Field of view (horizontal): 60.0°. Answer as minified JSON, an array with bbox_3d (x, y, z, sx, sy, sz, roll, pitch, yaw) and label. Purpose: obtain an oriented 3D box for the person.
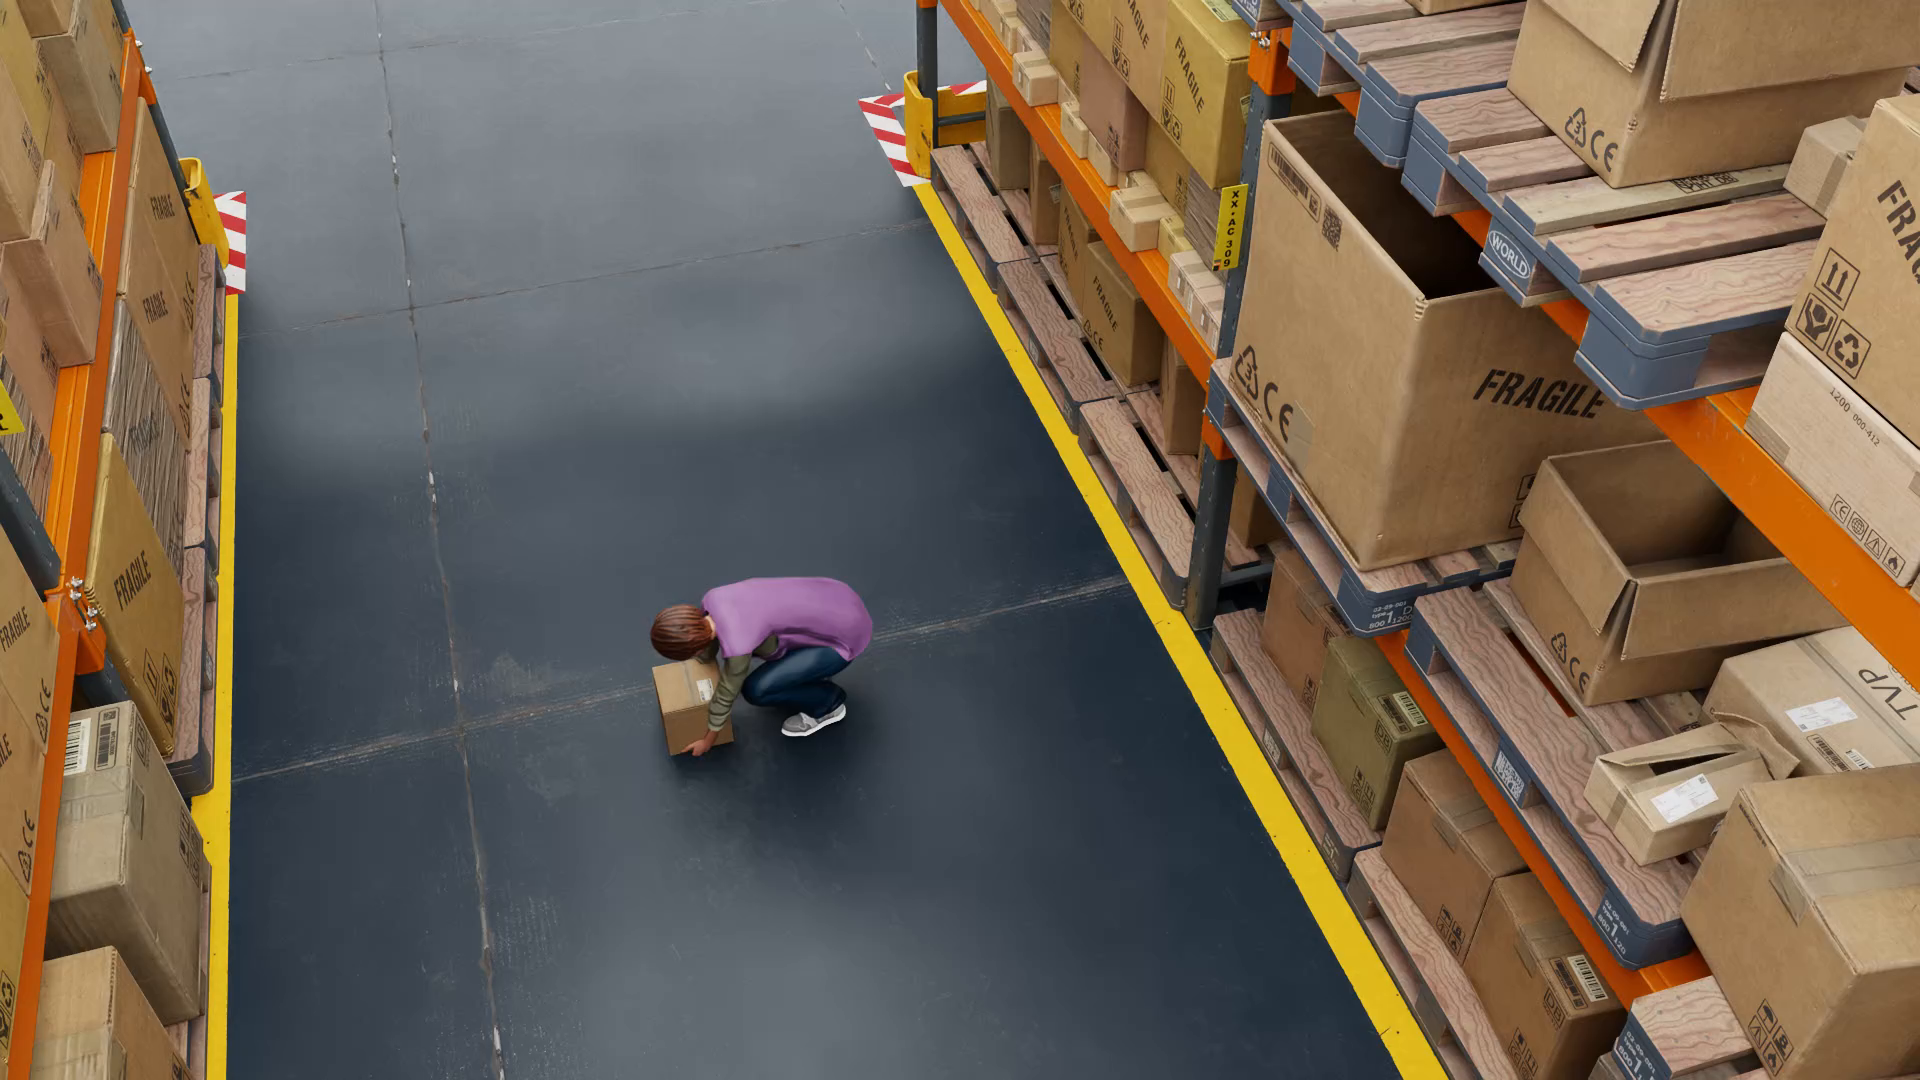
[{"bbox_3d":[-0.743,0.452,6.387,0.841,0.752,0.426,-13,44,-13],"label":"person"}]
